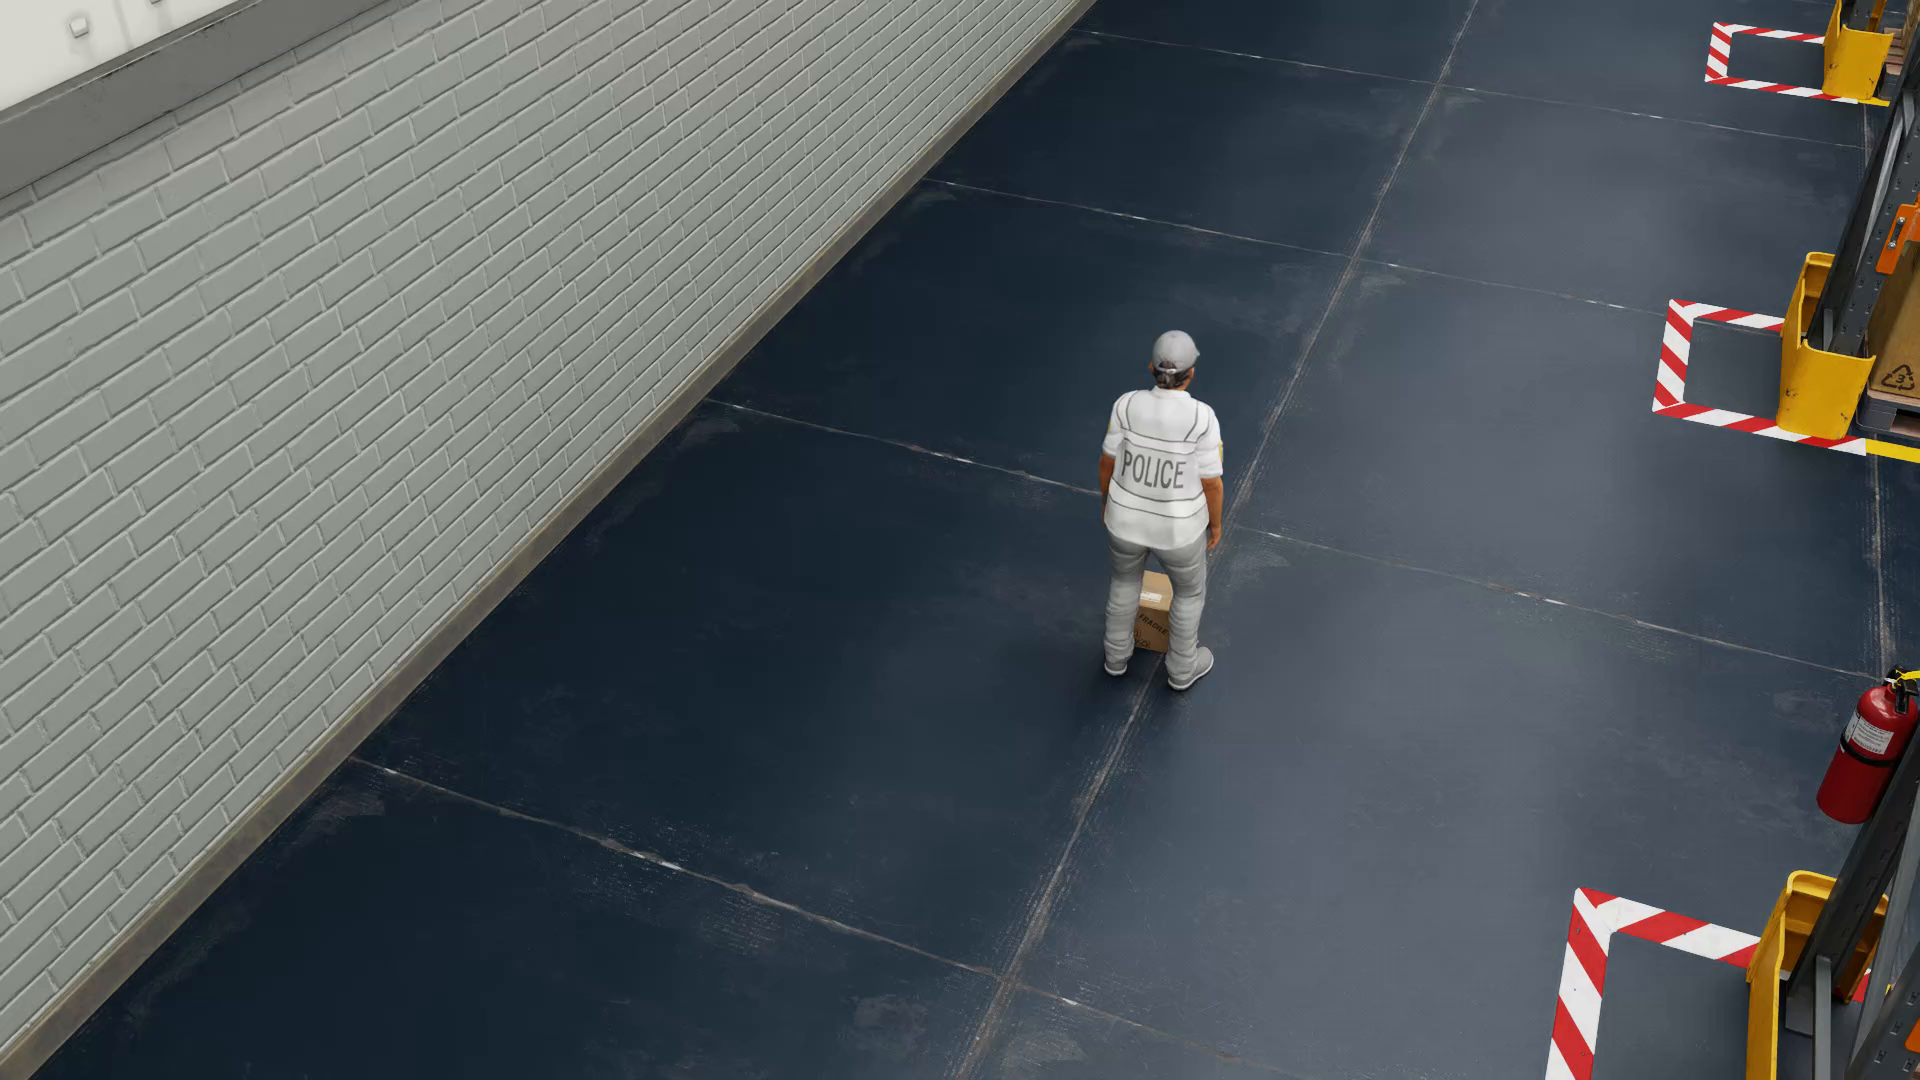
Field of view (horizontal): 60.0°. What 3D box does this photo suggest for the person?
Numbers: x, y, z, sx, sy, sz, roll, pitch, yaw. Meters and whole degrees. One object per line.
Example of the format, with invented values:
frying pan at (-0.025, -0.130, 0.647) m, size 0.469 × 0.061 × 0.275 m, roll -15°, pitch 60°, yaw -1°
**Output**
person at (0.848, -0.107, 6.951) m, size 0.541 × 1.666 × 0.454 m, roll 14°, pitch 40°, yaw 18°
